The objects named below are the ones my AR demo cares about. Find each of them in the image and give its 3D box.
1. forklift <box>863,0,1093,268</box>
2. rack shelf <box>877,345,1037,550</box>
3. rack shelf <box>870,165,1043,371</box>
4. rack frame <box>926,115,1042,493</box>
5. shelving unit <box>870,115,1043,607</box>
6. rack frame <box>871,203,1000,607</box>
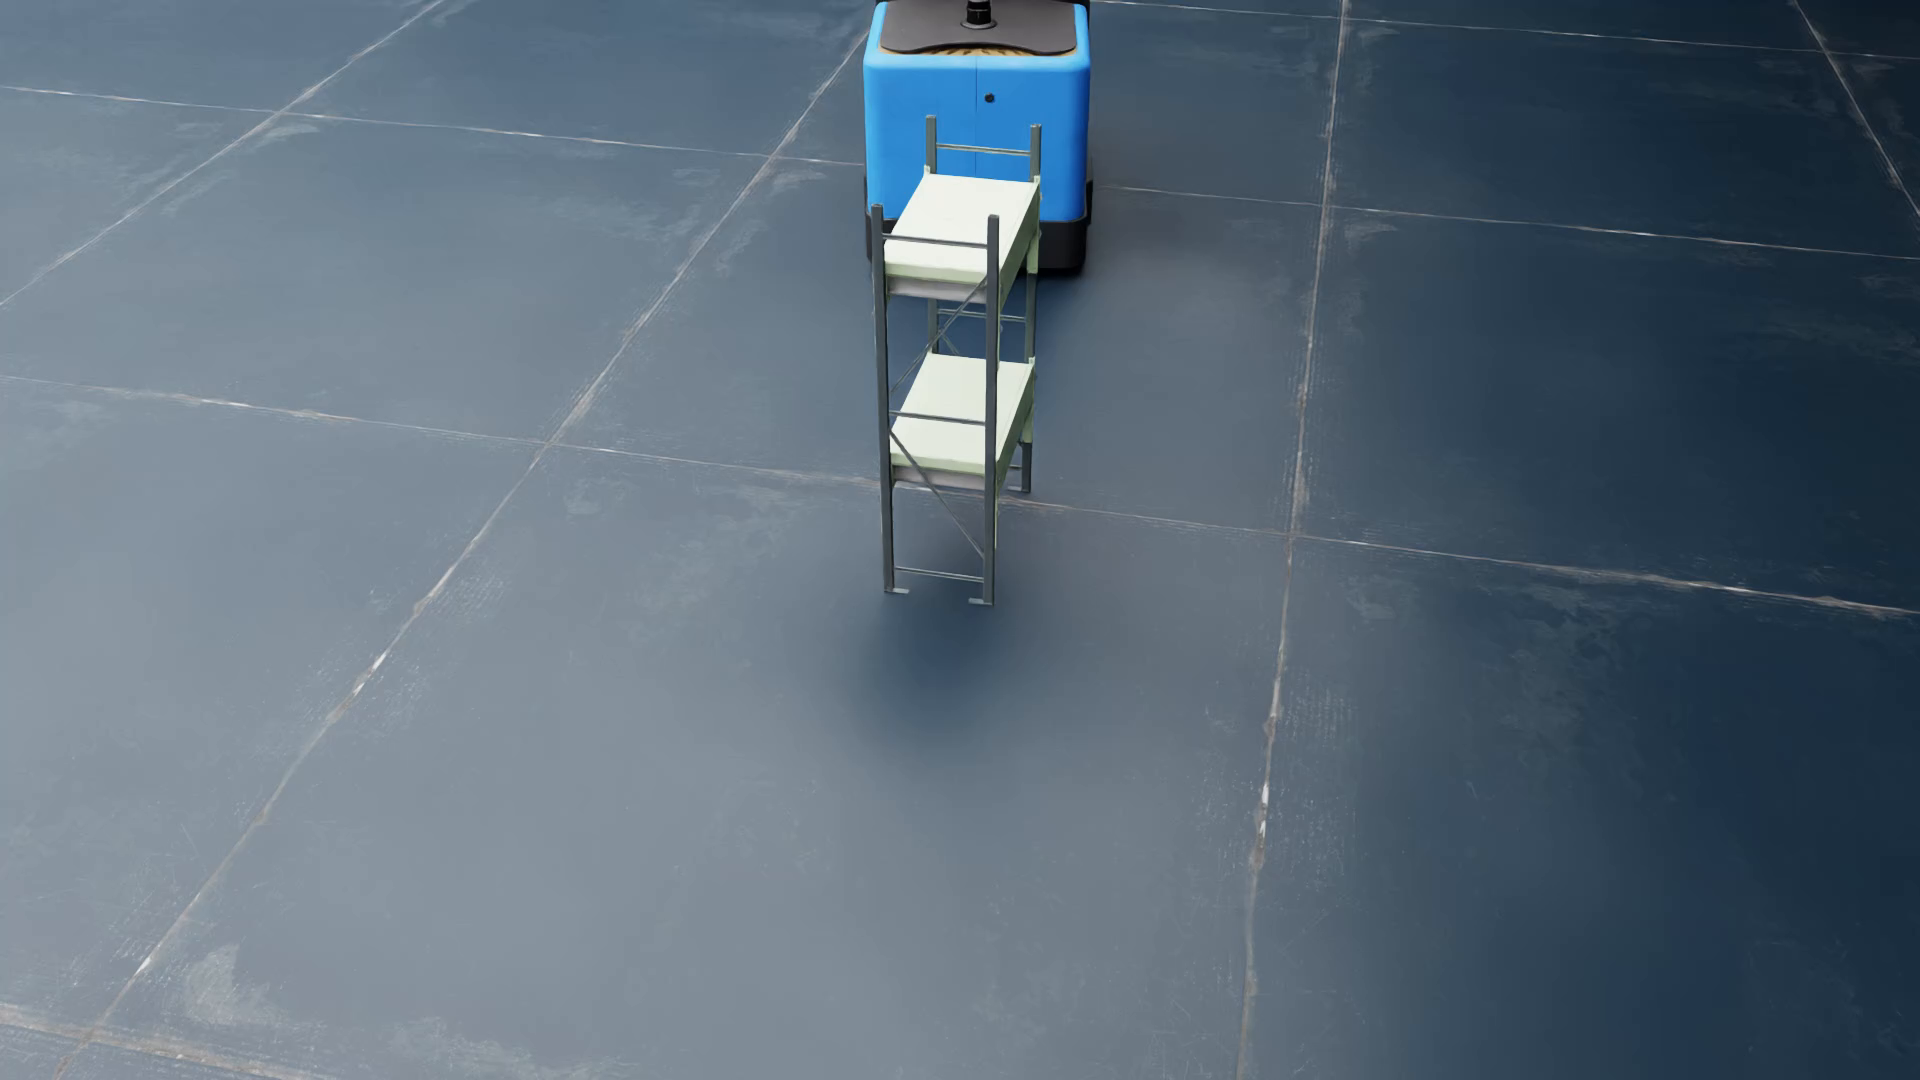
[{"bbox_3d":[0.125,-3.316,8.328,1.130,2.935,3.031,1,36,2],"label":"forklift"},{"bbox_3d":[0.001,-0.347,6.006,0.431,0.370,0.720,7,37,10],"label":"rack shelf"},{"bbox_3d":[0.001,-0.927,5.586,0.431,0.370,0.720,7,37,10],"label":"rack shelf"},{"bbox_3d":[0.080,-0.821,6.105,0.400,1.500,0.023,7,37,10],"label":"rack frame"},{"bbox_3d":[0.001,-0.611,5.815,0.431,1.500,0.755,7,37,10],"label":"shelving unit"},{"bbox_3d":[-0.077,-0.401,5.526,0.400,1.500,0.023,7,37,10],"label":"rack frame"}]
